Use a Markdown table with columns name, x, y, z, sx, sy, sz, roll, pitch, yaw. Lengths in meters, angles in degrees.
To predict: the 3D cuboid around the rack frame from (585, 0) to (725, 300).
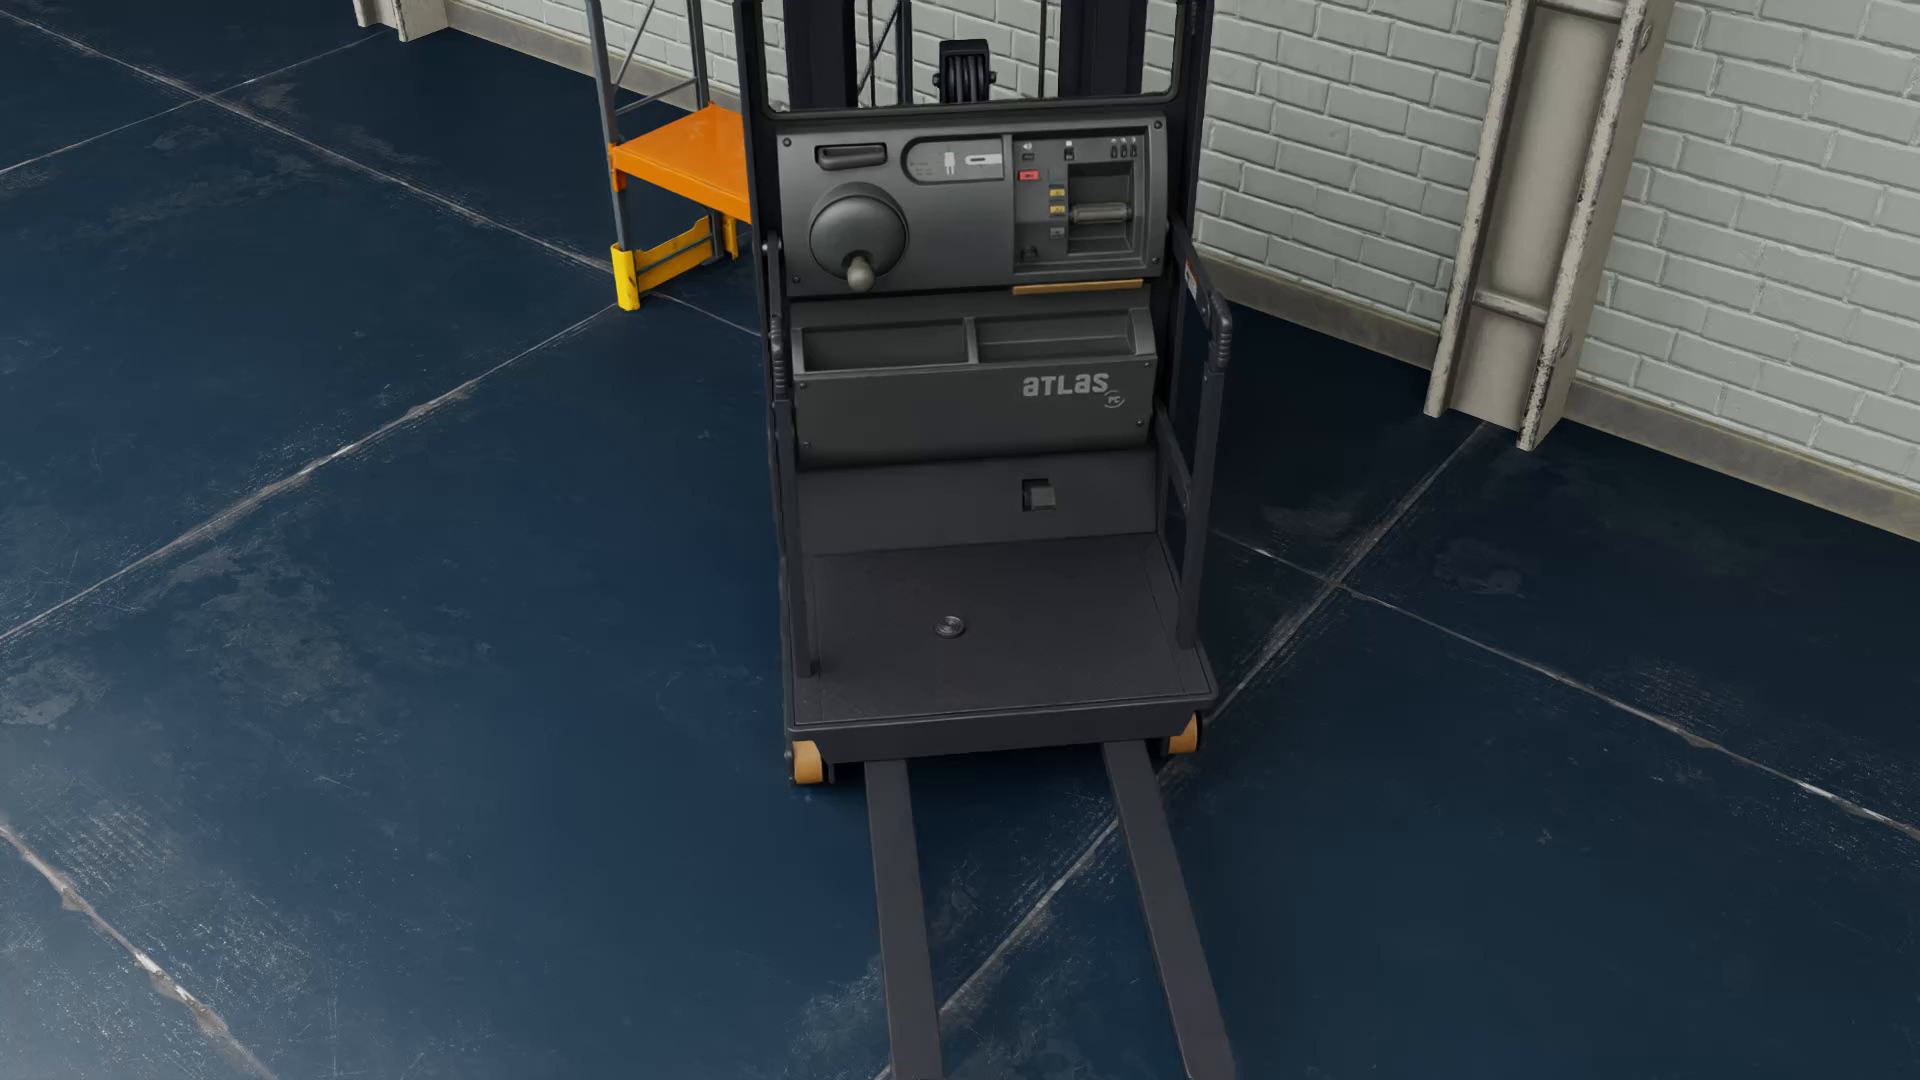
| name | x | y | z | sx | sy | sz | roll | pitch | yaw |
| --- | --- | --- | --- | --- | --- | --- | --- | --- | --- |
| rack frame | -1.118 | -1.625 | 6.108 | 0.032 | 1.500 | 0.500 | 27 | 45 | 30 |

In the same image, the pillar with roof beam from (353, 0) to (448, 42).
| name | x | y | z | sx | sy | sz | roll | pitch | yaw |
| --- | --- | --- | --- | --- | --- | --- | --- | --- | --- |
| pillar with roof beam | -5.512 | -4.129 | 3.225 | 0.400 | 9.000 | 9.100 | 25 | 45 | 29 |

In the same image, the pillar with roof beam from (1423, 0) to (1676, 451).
| name | x | y | z | sx | sy | sz | roll | pitch | yaw |
| --- | --- | --- | --- | --- | --- | --- | --- | --- | --- |
| pillar with roof beam | -0.746 | -1.882 | 0.354 | 0.400 | 9.000 | 9.100 | 25 | 45 | 29 |

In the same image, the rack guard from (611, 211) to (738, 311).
| name | x | y | z | sx | sy | sz | roll | pitch | yaw |
| --- | --- | --- | --- | --- | --- | --- | --- | --- | --- |
| rack guard | -1.104 | -1.125 | 6.482 | 0.087 | 0.250 | 0.587 | 27 | 45 | 30 |

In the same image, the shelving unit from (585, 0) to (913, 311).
| name | x | y | z | sx | sy | sz | roll | pitch | yaw |
| --- | --- | --- | --- | --- | --- | --- | --- | --- | --- |
| shelving unit | -0.716 | -1.424 | 5.851 | 1.083 | 1.500 | 0.587 | 27 | 45 | 30 |

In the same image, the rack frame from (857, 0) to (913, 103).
| name | x | y | z | sx | sy | sz | roll | pitch | yaw |
| --- | --- | --- | --- | --- | --- | --- | --- | --- | --- |
| rack frame | -0.329 | -1.230 | 5.602 | 0.032 | 1.500 | 0.500 | 27 | 45 | 30 |

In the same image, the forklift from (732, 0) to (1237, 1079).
| name | x | y | z | sx | sy | sz | roll | pitch | yaw |
| --- | --- | --- | --- | --- | --- | --- | --- | --- | --- |
| forklift | 0.062 | -0.732 | 3.808 | 1.130 | 2.935 | 3.031 | -4 | 38 | -5 |

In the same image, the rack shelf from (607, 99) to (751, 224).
| name | x | y | z | sx | sy | sz | roll | pitch | yaw |
| --- | --- | --- | --- | --- | --- | --- | --- | --- | --- |
| rack shelf | -0.724 | -1.286 | 5.966 | 1.000 | 0.185 | 0.538 | 27 | 45 | 30 |
